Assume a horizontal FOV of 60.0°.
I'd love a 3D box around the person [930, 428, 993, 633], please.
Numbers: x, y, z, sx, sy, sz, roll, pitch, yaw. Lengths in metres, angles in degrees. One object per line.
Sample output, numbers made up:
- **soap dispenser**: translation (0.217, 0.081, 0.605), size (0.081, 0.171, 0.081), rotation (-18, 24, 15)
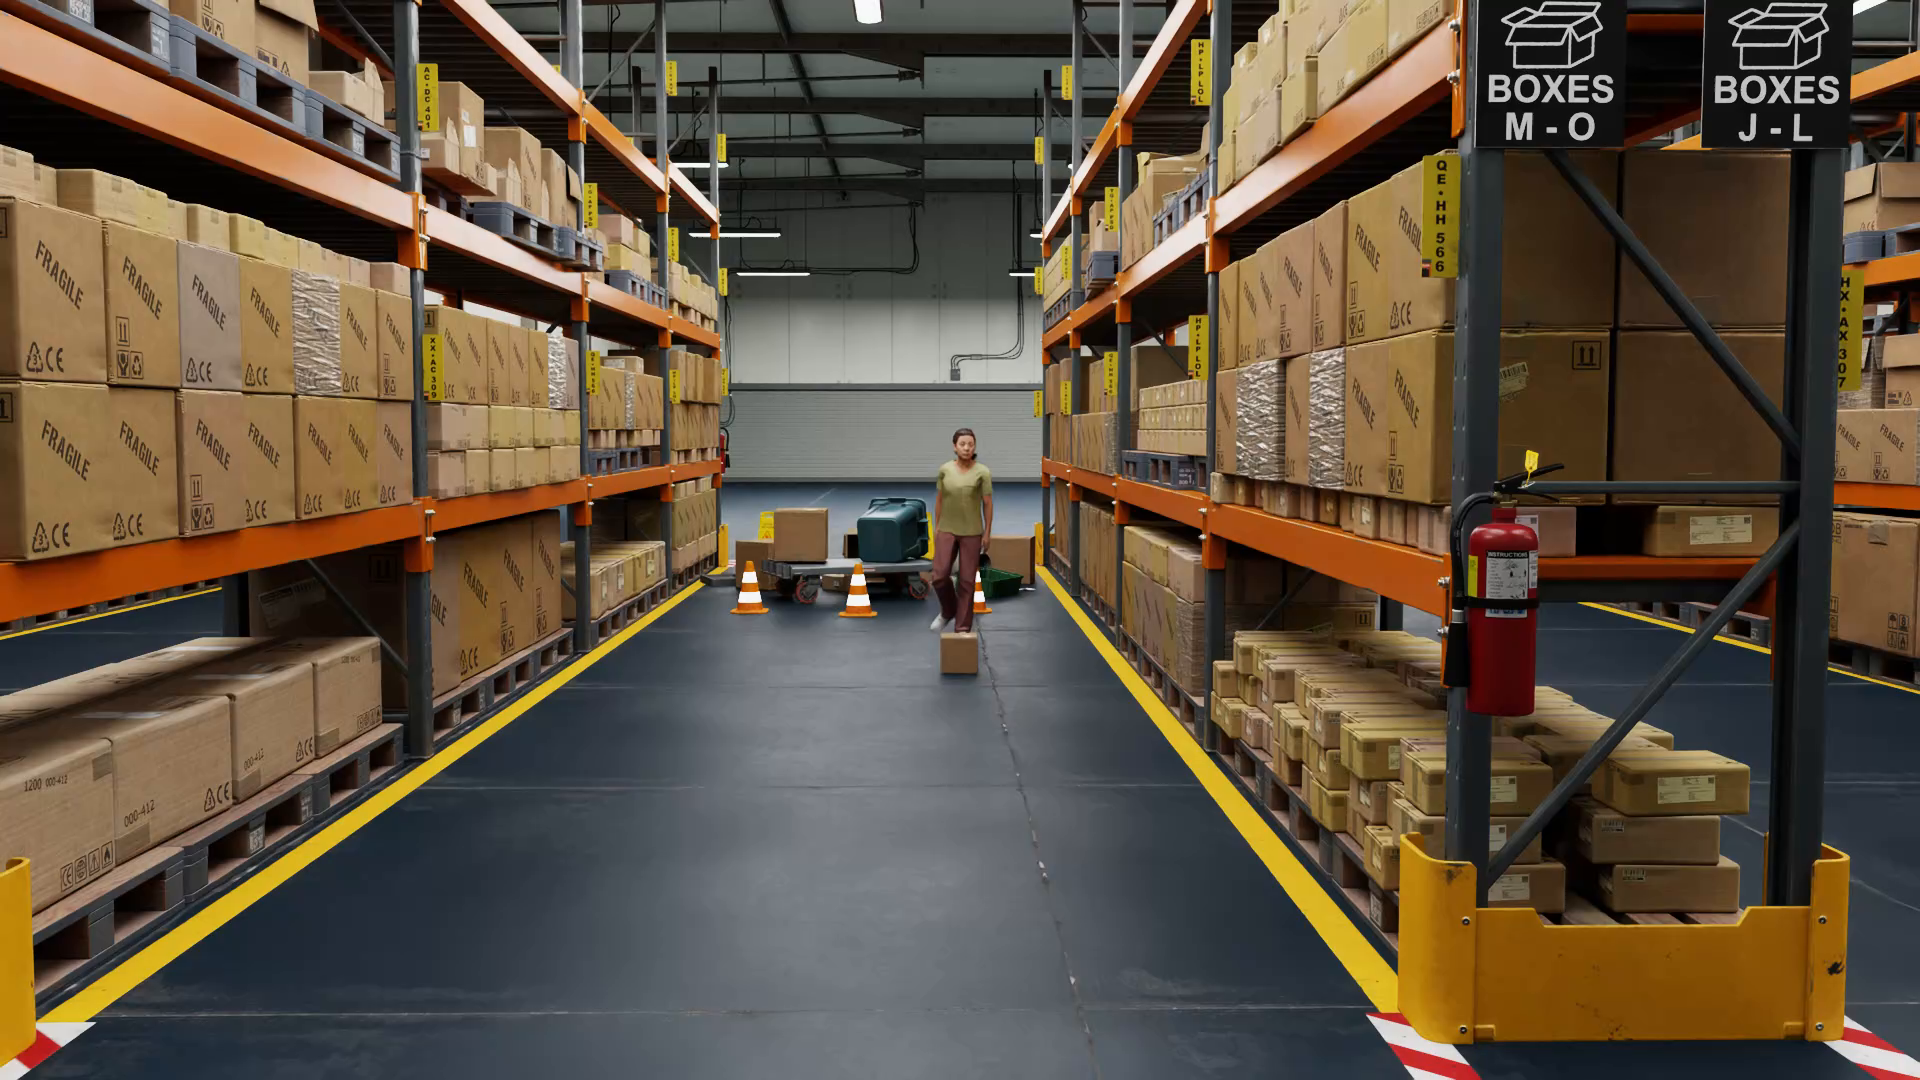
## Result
- **person**: translation (0.009, -0.038, 12.906), size (0.507, 1.661, 0.473), rotation (0, 4, 7)
